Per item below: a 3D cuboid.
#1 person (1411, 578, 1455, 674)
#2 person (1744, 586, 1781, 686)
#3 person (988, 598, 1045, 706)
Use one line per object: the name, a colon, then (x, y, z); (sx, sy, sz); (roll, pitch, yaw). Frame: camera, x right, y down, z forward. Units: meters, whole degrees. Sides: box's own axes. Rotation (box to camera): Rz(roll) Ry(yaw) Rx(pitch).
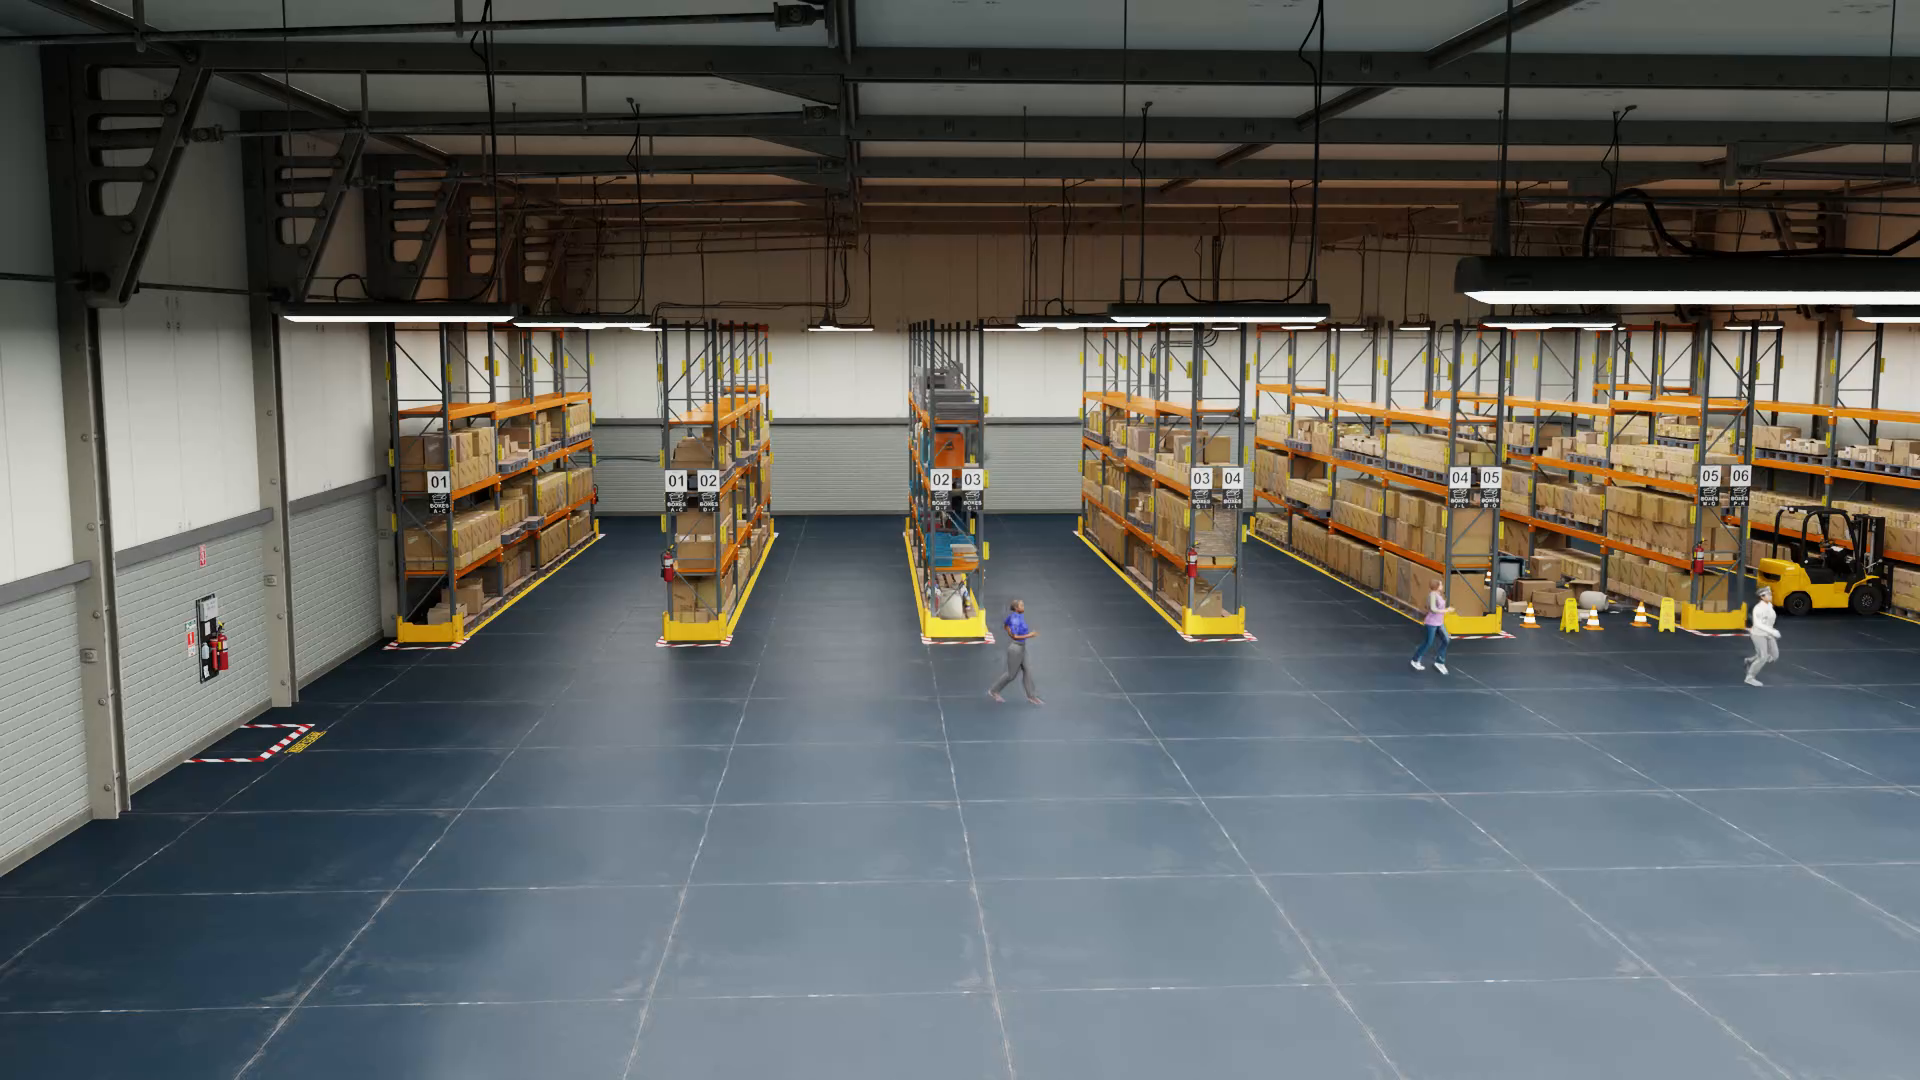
person: (8.019, 1.457, 28.160); (0.717, 1.650, 0.558); (5, 9, 35)
person: (13.141, 1.561, 27.173); (0.635, 1.658, 0.610); (-6, 9, -40)
person: (0.869, 1.729, 25.613); (0.883, 1.680, 0.574); (1, 7, 12)
